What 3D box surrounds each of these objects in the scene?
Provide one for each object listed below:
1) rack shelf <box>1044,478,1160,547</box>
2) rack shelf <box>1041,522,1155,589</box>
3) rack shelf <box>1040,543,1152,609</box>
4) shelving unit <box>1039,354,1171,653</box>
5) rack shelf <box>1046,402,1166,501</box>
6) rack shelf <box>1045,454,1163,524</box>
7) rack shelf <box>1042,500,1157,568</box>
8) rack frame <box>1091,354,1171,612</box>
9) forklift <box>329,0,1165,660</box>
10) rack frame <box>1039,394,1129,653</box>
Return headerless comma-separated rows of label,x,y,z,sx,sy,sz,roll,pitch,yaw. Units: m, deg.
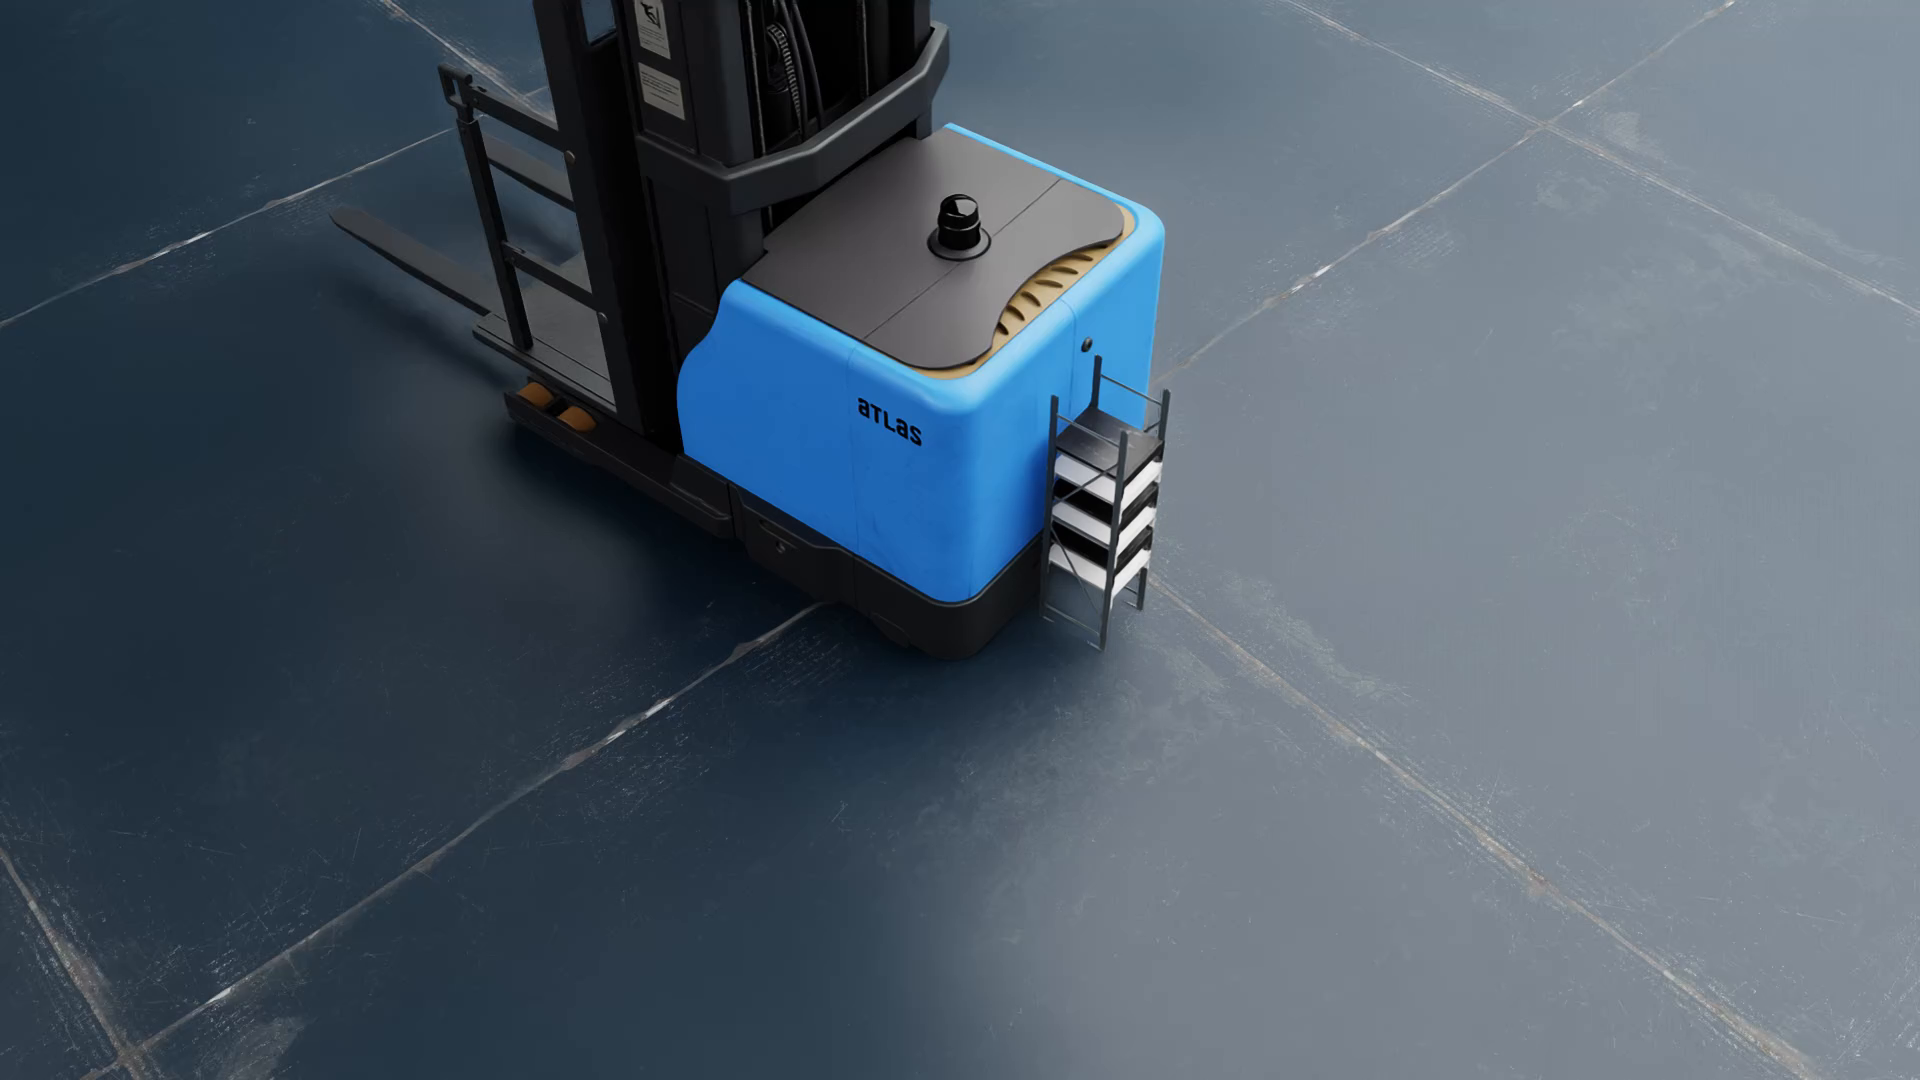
rack shelf,0.398,-0.121,4.672,0.258,0.077,0.200,29,54,24
rack shelf,0.398,0.001,4.804,0.258,0.077,0.200,29,54,24
rack shelf,0.398,0.062,4.871,0.258,0.077,0.200,29,54,24
shelving unit,0.398,-0.083,4.714,0.258,0.900,0.210,29,54,24
rack shelf,0.399,-0.243,4.539,0.258,0.077,0.200,29,54,24
rack shelf,0.398,-0.182,4.606,0.258,0.077,0.200,29,54,24
rack shelf,0.398,-0.060,4.738,0.258,0.077,0.200,29,54,24
rack frame,0.460,-0.142,4.768,0.240,0.900,0.006,29,54,24
forklift,-0.889,-1.547,4.683,3.031,2.935,1.130,29,54,24
rack frame,0.336,-0.023,4.659,0.240,0.900,0.006,29,54,24
